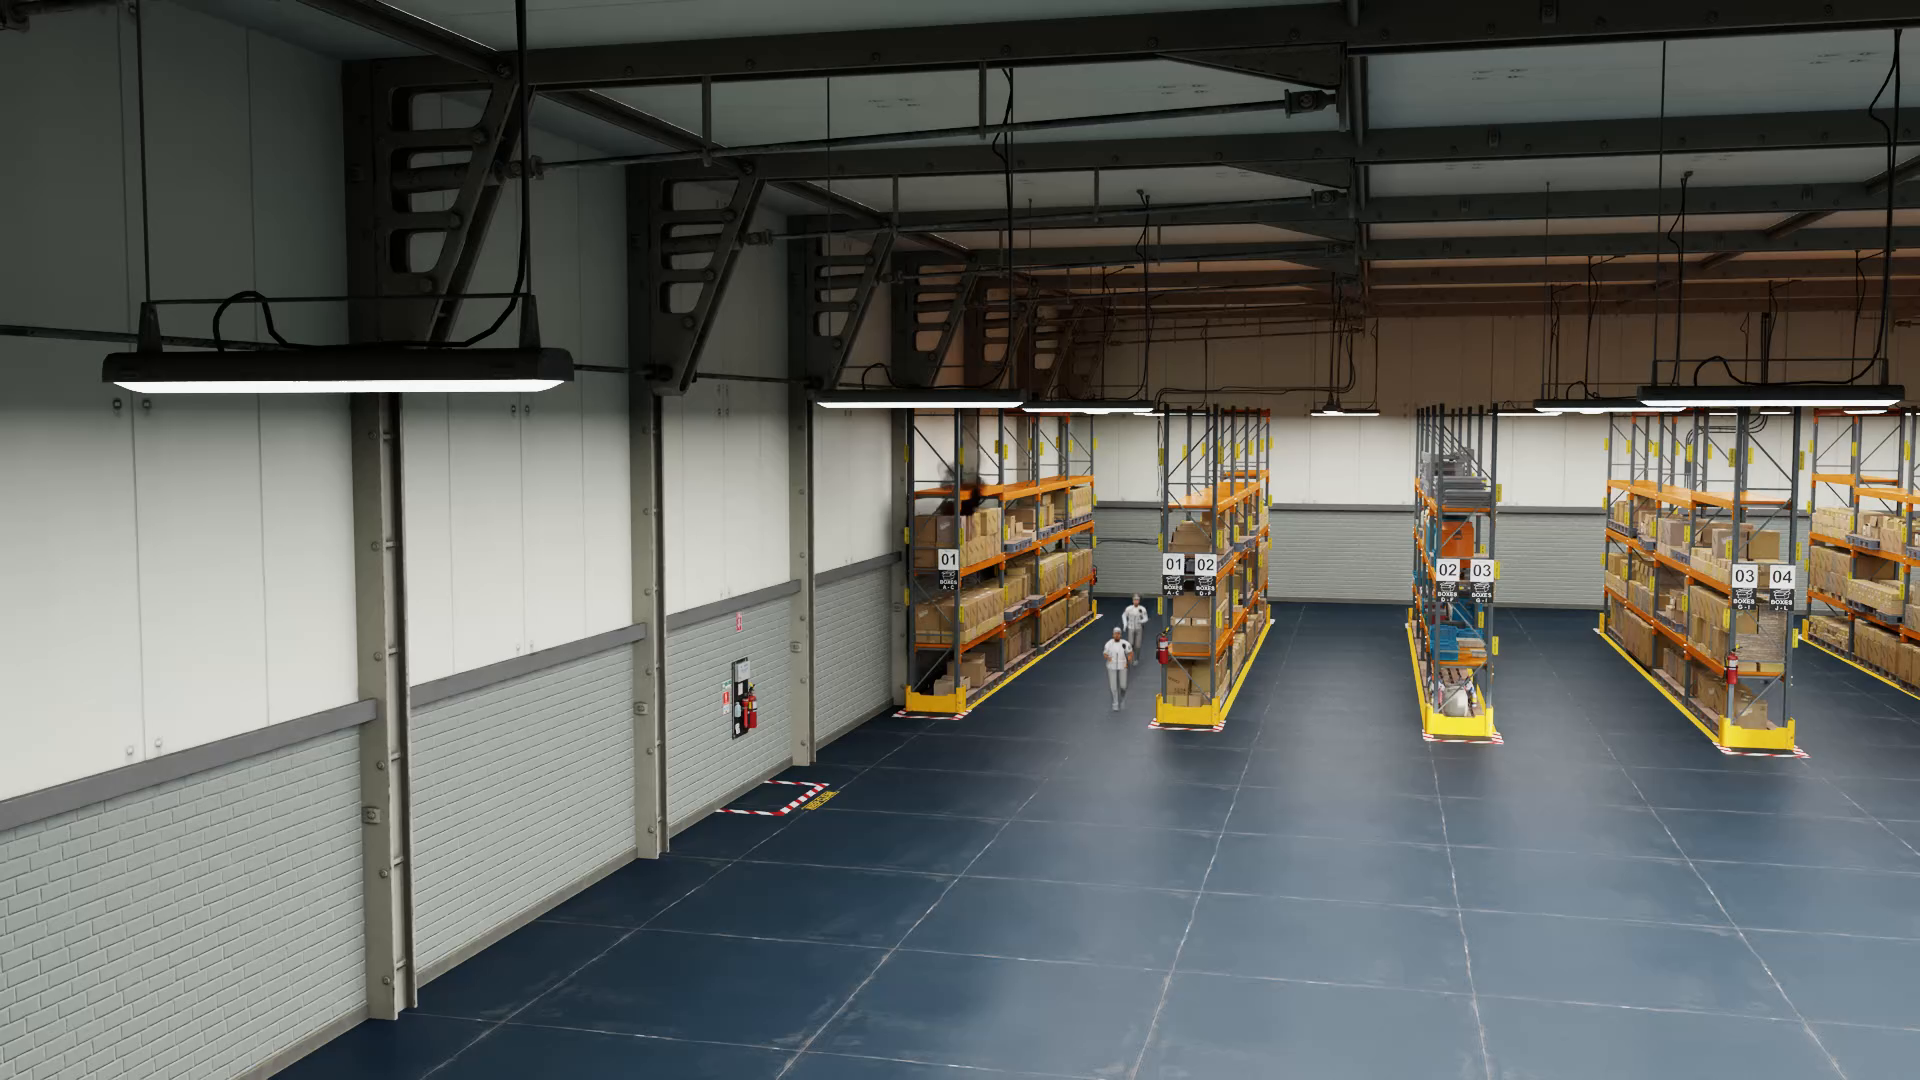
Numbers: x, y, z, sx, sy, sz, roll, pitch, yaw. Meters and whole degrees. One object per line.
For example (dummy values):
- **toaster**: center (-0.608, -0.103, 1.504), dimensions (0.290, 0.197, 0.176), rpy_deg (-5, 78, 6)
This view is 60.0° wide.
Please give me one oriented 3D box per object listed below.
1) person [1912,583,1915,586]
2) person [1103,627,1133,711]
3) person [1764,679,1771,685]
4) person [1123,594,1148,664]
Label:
- **person**: center (24.127, 1.872, 42.197), dimensions (0.553, 1.558, 0.540), rpy_deg (1, 4, 7)
- **person**: center (3.082, 2.533, 32.501), dimensions (0.591, 1.638, 0.576), rpy_deg (1, 4, 8)
- **person**: center (17.472, 2.244, 35.966), dimensions (0.684, 1.696, 0.908), rpy_deg (1, 4, 15)
- **person**: center (4.055, 2.073, 38.519), dimensions (0.593, 1.660, 0.624), rpy_deg (0, 4, 6)
